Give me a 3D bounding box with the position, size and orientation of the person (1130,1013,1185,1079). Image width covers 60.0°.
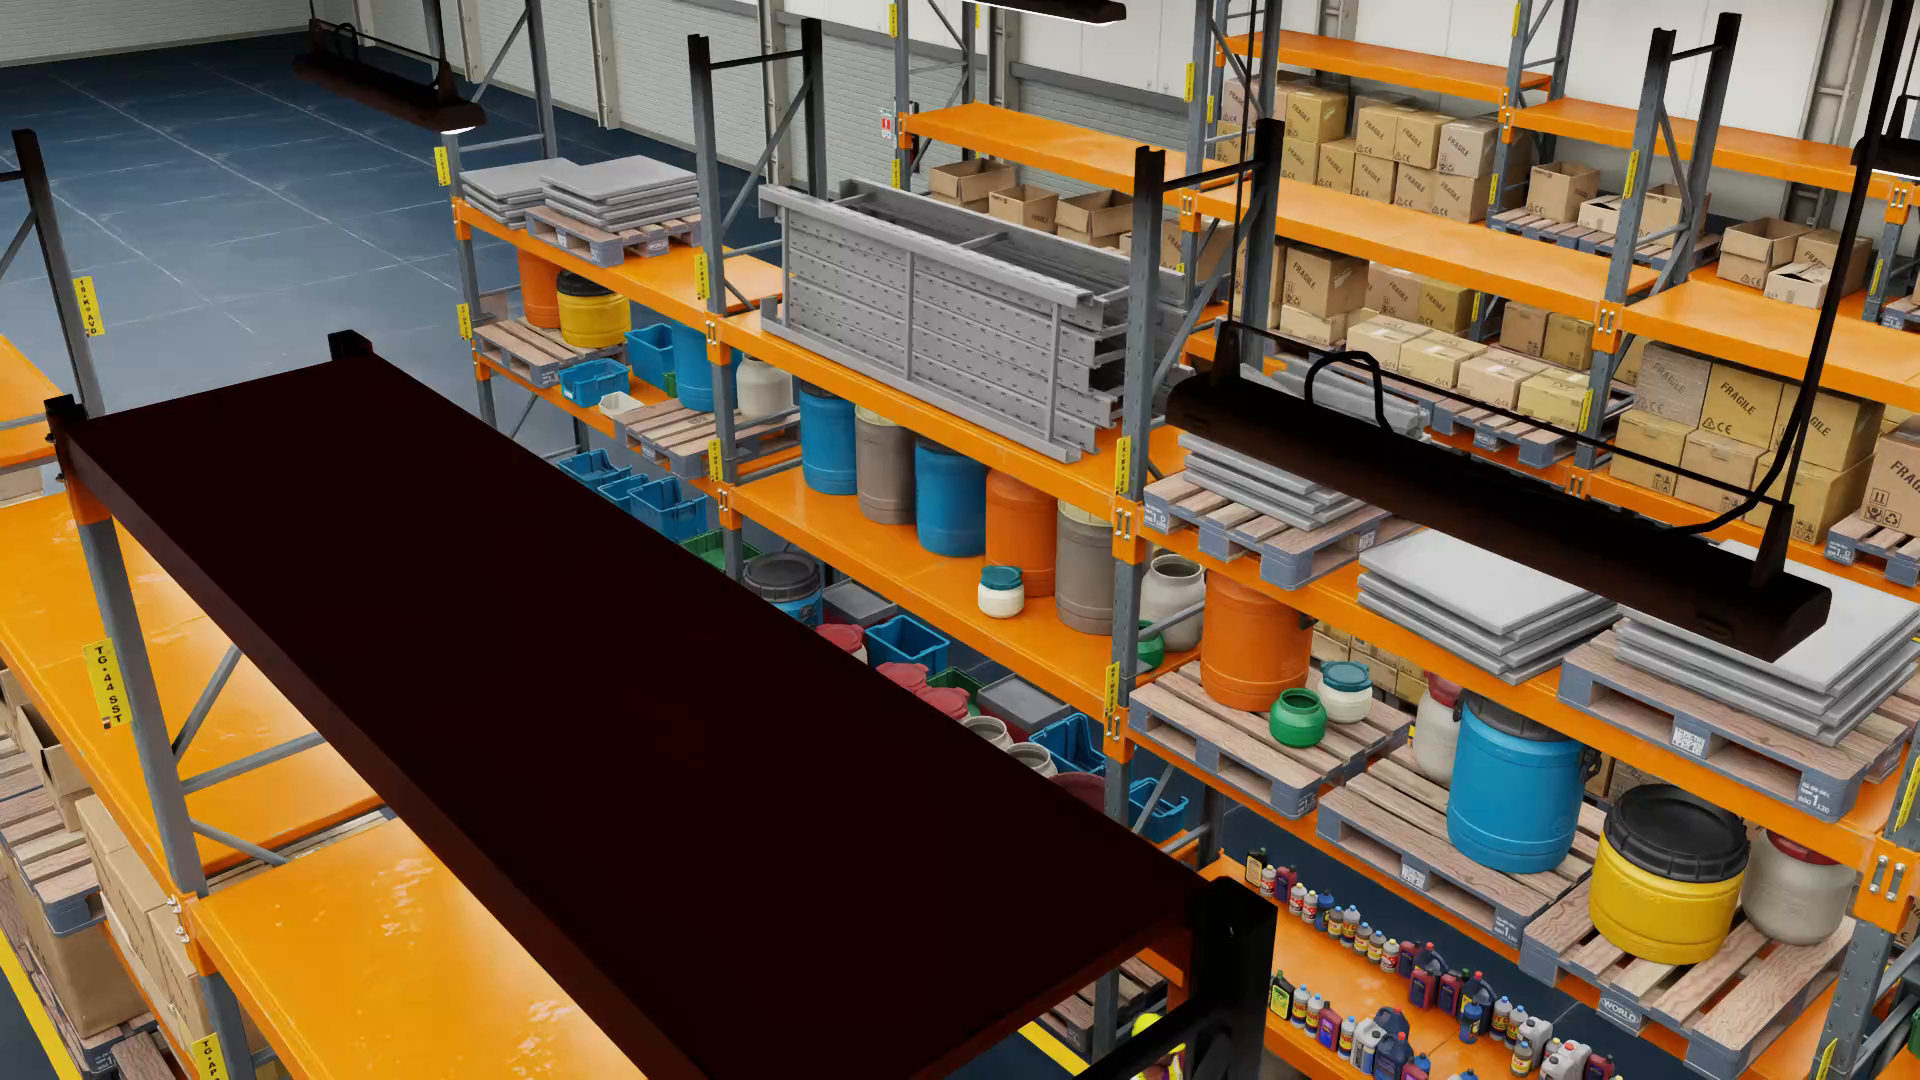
[{"bbox_3d":[0.966,3.296,9.142,0.609,1.766,0.602,-19,33,-33],"label":"person"}]
